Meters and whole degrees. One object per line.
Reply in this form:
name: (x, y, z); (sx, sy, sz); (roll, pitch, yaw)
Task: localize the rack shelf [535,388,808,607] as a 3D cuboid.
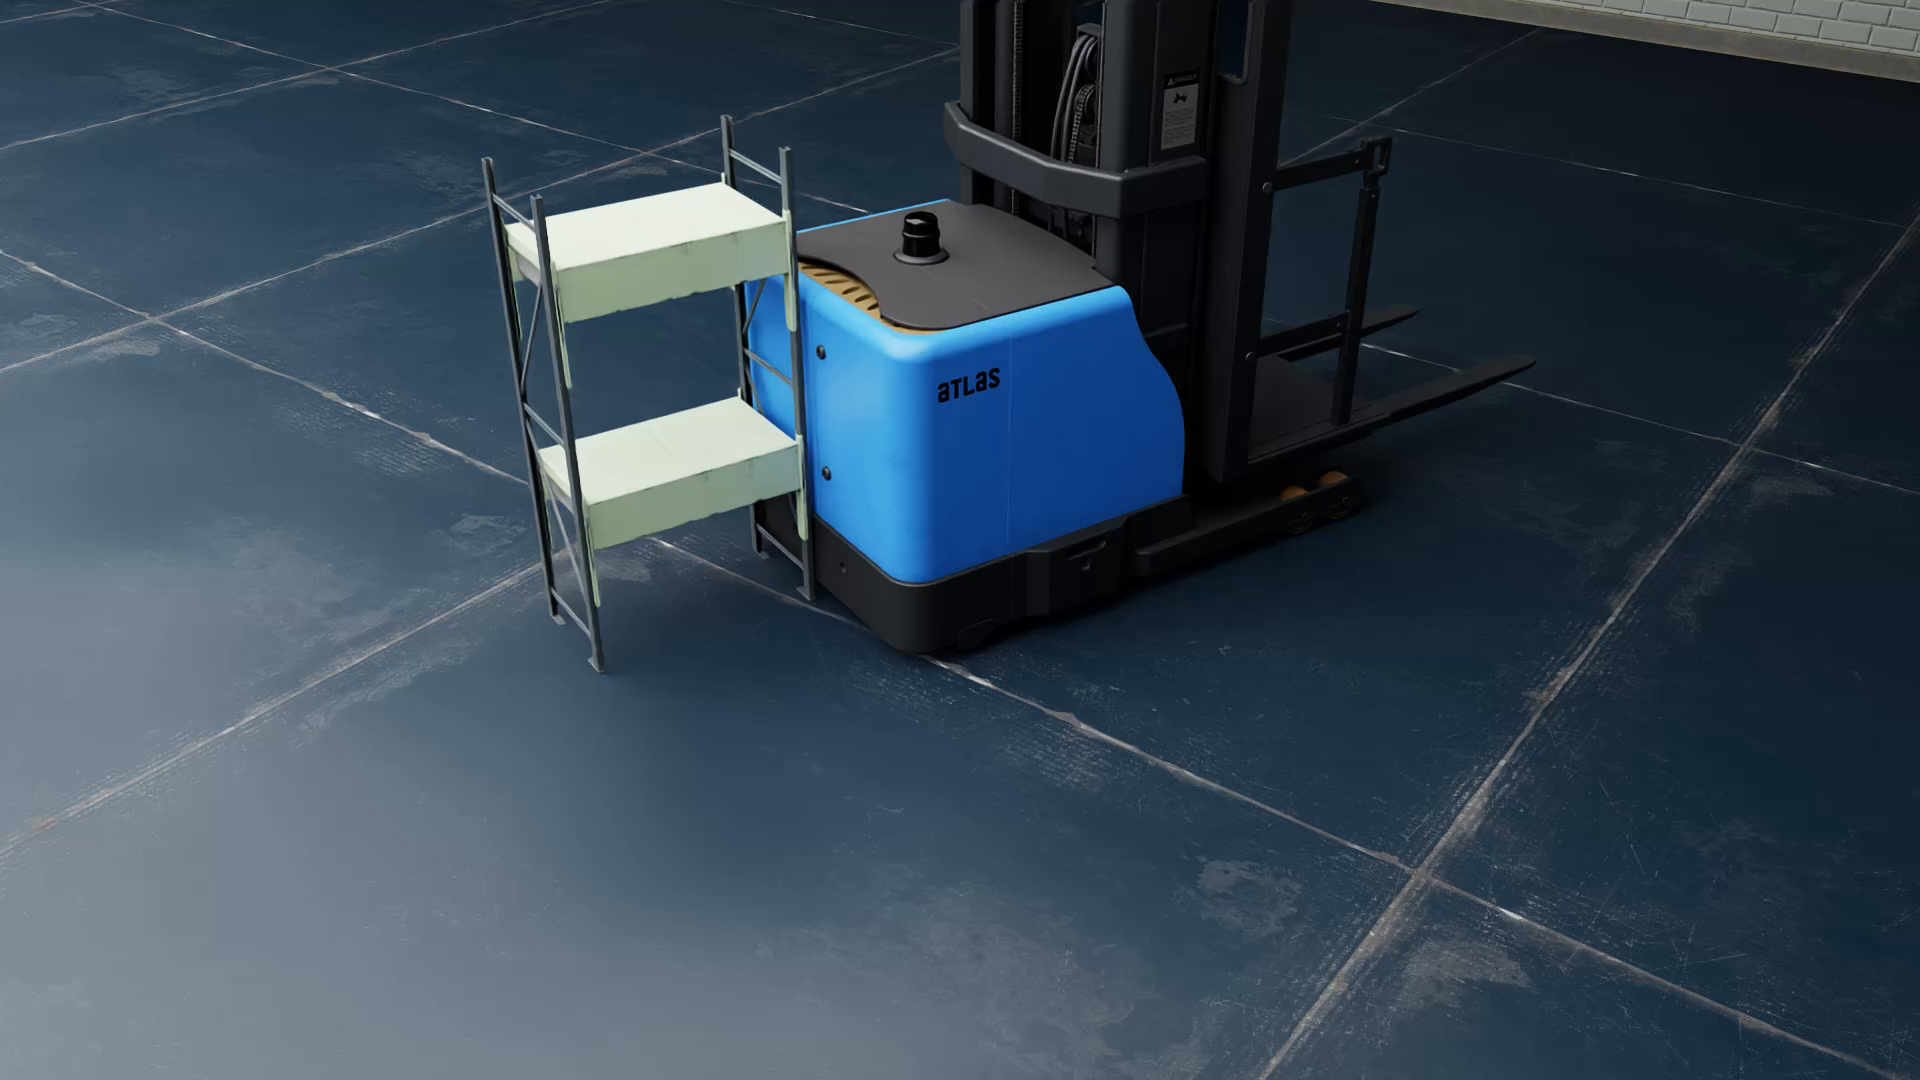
rack shelf: (-0.895, -0.147, 5.166); (0.720, 0.370, 0.431); (-19, 35, -28)

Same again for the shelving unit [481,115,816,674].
shelving unit: (-0.895, -0.427, 5.000); (0.755, 1.500, 0.431); (-19, 35, -28)

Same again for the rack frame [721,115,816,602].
rack frame: (-0.590, -0.531, 5.174); (0.023, 1.500, 0.400); (-19, 35, -28)

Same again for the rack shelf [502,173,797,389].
rack shelf: (-0.895, -0.763, 4.801); (0.720, 0.370, 0.431); (-19, 35, -28)

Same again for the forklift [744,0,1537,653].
forklift: (0.812, -1.486, 5.383); (3.031, 2.935, 1.130); (-19, 35, -28)

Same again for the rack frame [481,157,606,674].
rack frame: (-1.200, -0.324, 4.825); (0.023, 1.500, 0.400); (-19, 35, -28)
